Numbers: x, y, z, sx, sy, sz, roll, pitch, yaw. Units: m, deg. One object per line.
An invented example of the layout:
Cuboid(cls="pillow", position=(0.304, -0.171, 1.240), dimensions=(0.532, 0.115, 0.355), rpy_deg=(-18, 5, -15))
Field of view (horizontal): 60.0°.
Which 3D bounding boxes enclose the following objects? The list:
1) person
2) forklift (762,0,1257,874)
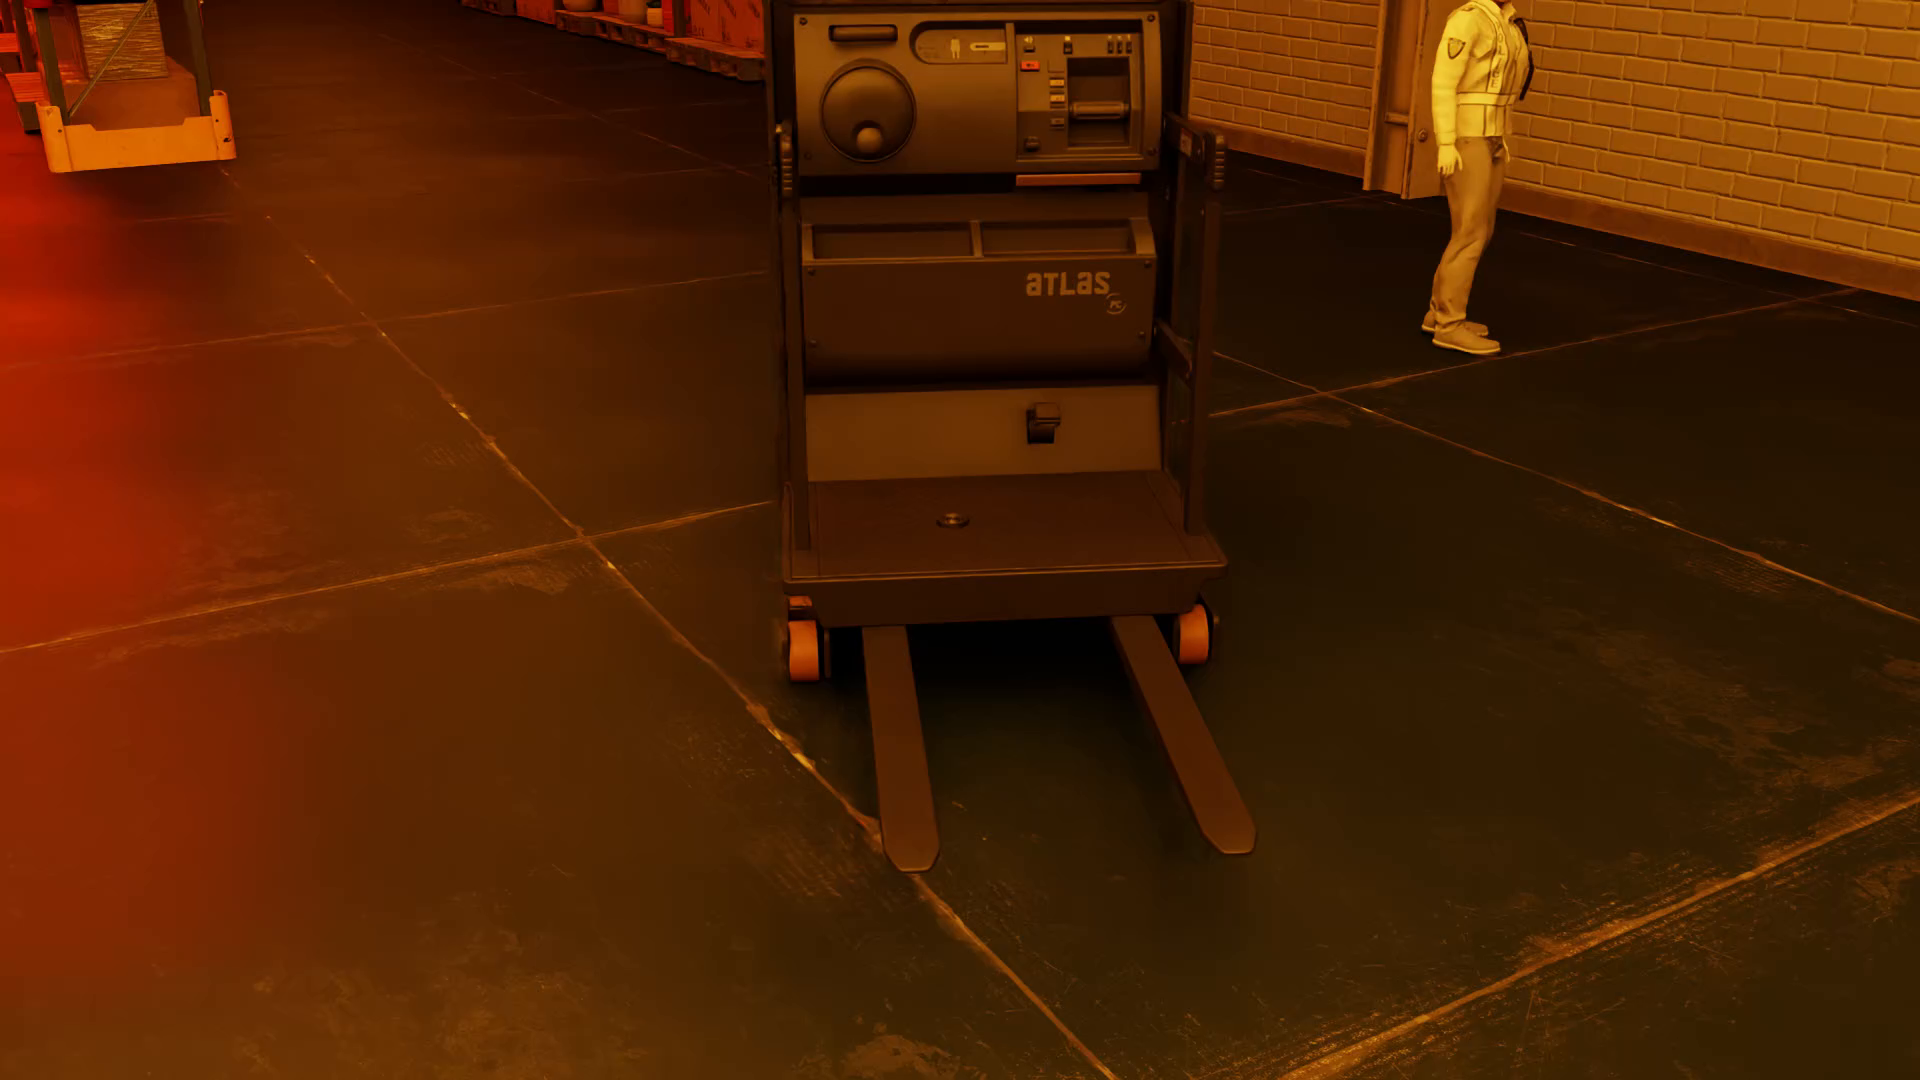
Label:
Cuboid(cls="person", position=(2.185, -1.639, 6.934), dimensions=(0.412, 1.670, 0.630), rpy_deg=(14, 26, 31))
Cuboid(cls="forklift", position=(0.072, -1.124, 4.013), dimensions=(1.130, 2.935, 3.031), rpy_deg=(-2, 22, -5))
